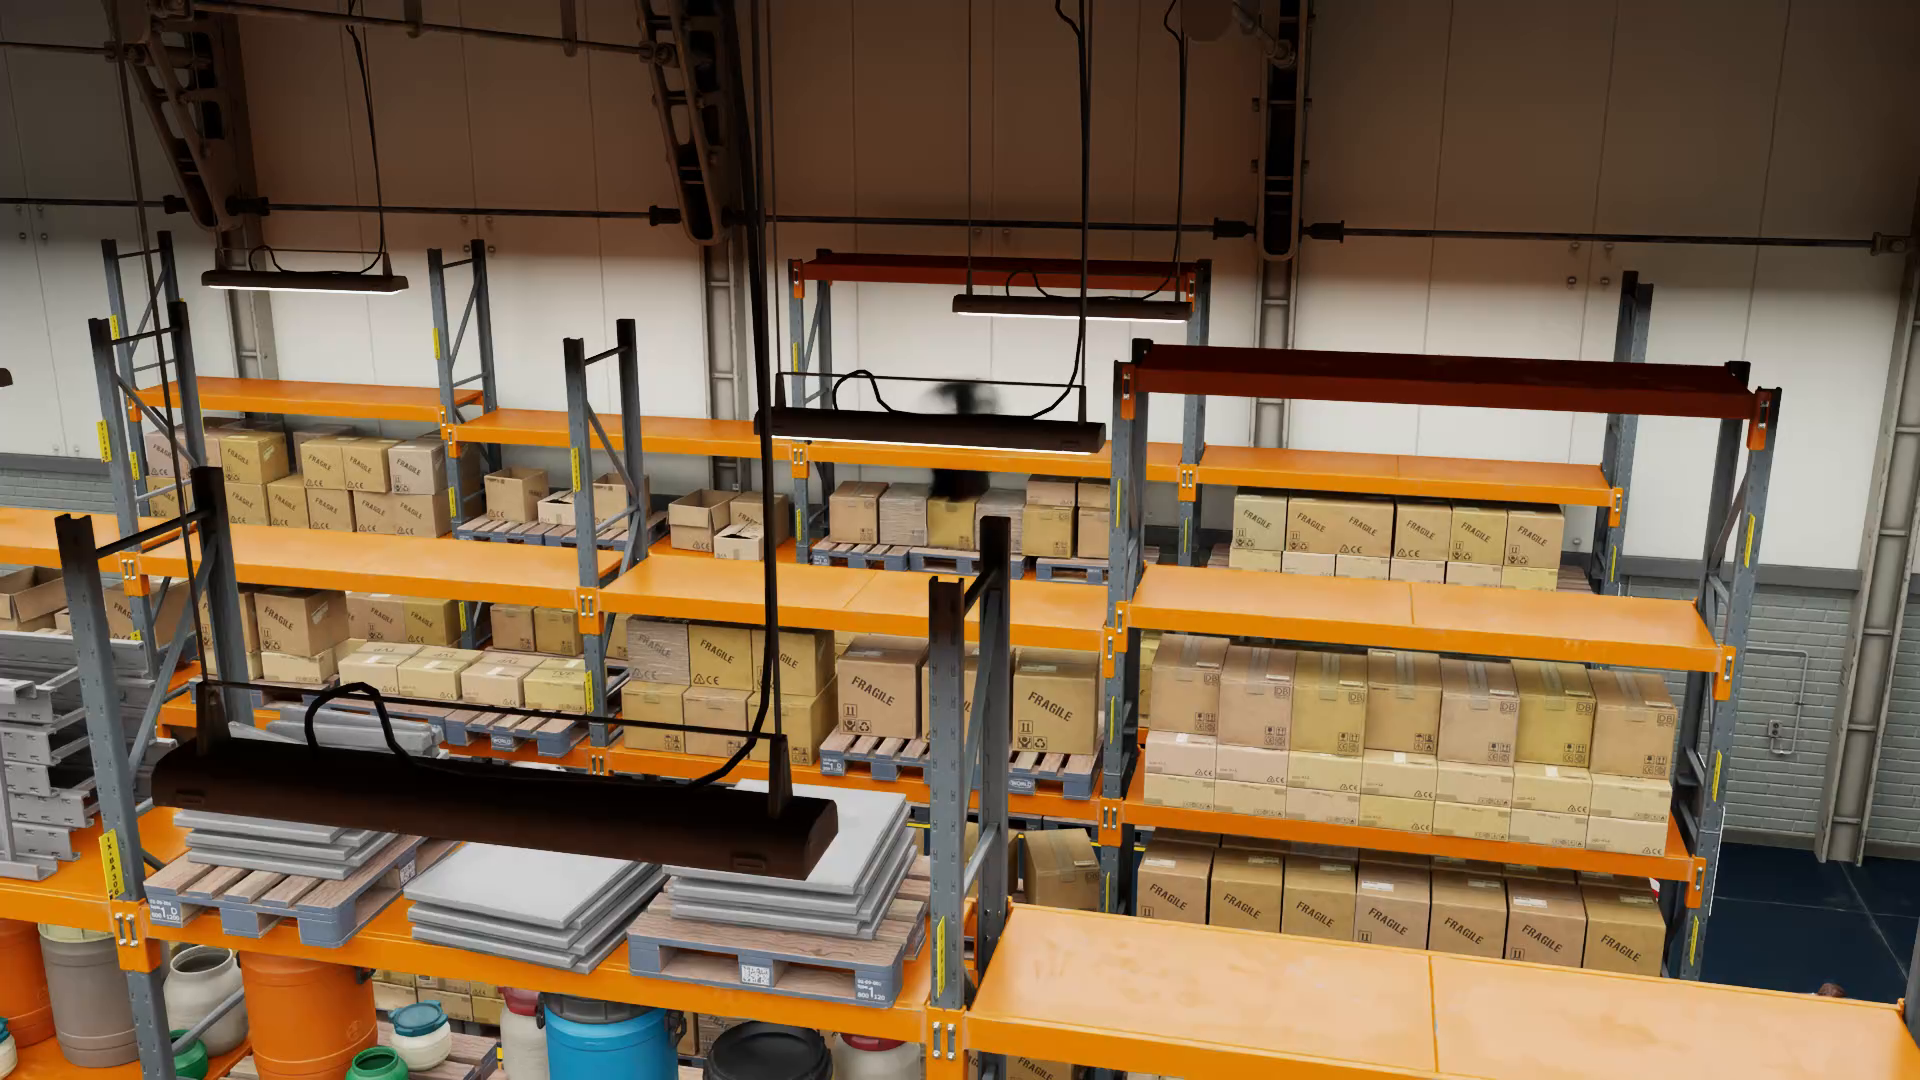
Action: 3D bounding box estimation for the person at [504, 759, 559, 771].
[{"bbox_3d":[-4.165,2.758,16.020,0.914,1.632,0.745,12,20,36],"label":"person"}]

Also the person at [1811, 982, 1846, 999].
[{"bbox_3d":[6.597,3.888,12.556,0.562,1.431,0.785,12,20,35],"label":"person"}]
